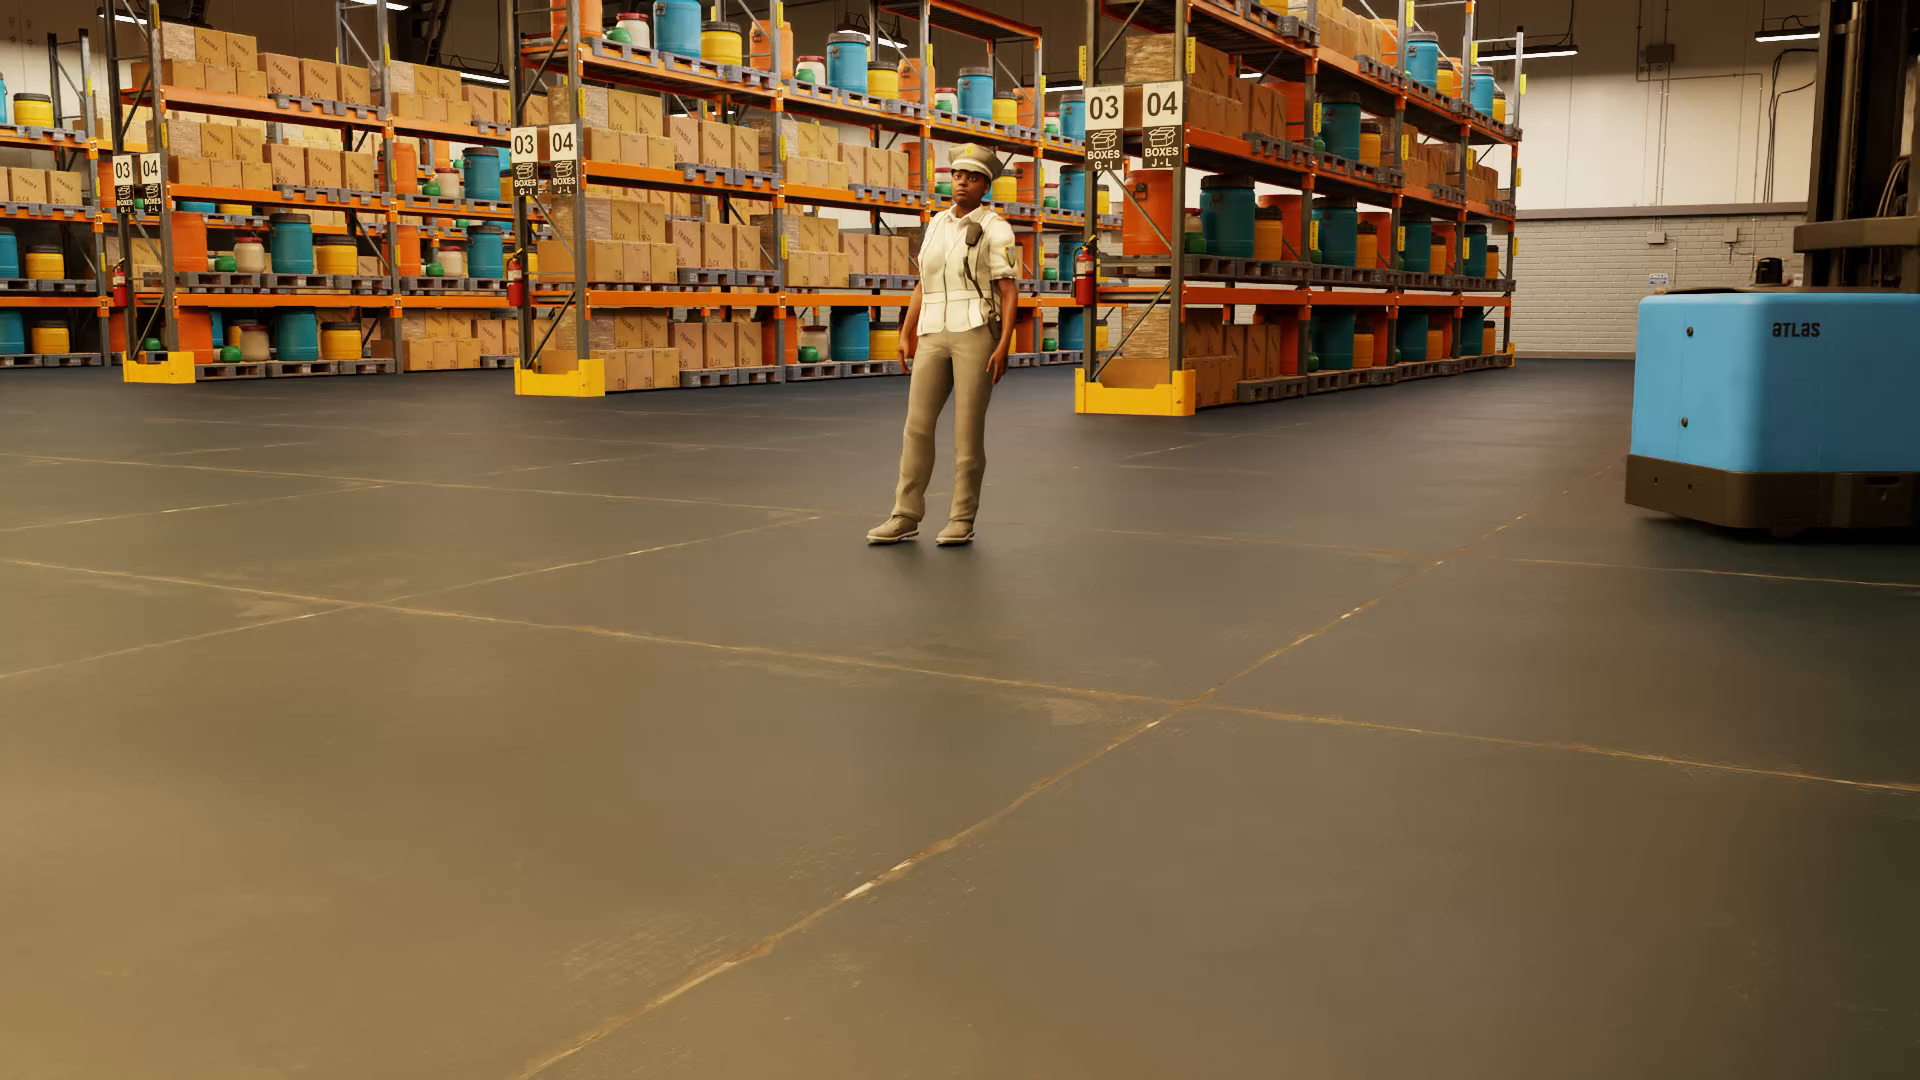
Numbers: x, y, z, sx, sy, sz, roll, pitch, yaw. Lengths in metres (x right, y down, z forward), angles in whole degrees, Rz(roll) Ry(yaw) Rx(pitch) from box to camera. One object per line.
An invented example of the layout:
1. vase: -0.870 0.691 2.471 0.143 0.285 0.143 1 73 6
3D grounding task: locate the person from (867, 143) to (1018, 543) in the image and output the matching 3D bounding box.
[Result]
1. person: -0.053 -0.839 7.141 0.570 1.697 0.528 4 9 29

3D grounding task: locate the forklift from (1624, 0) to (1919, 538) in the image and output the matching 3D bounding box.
1. forklift: 4.779 -1.518 7.592 3.031 2.935 1.130 -1 8 -5
